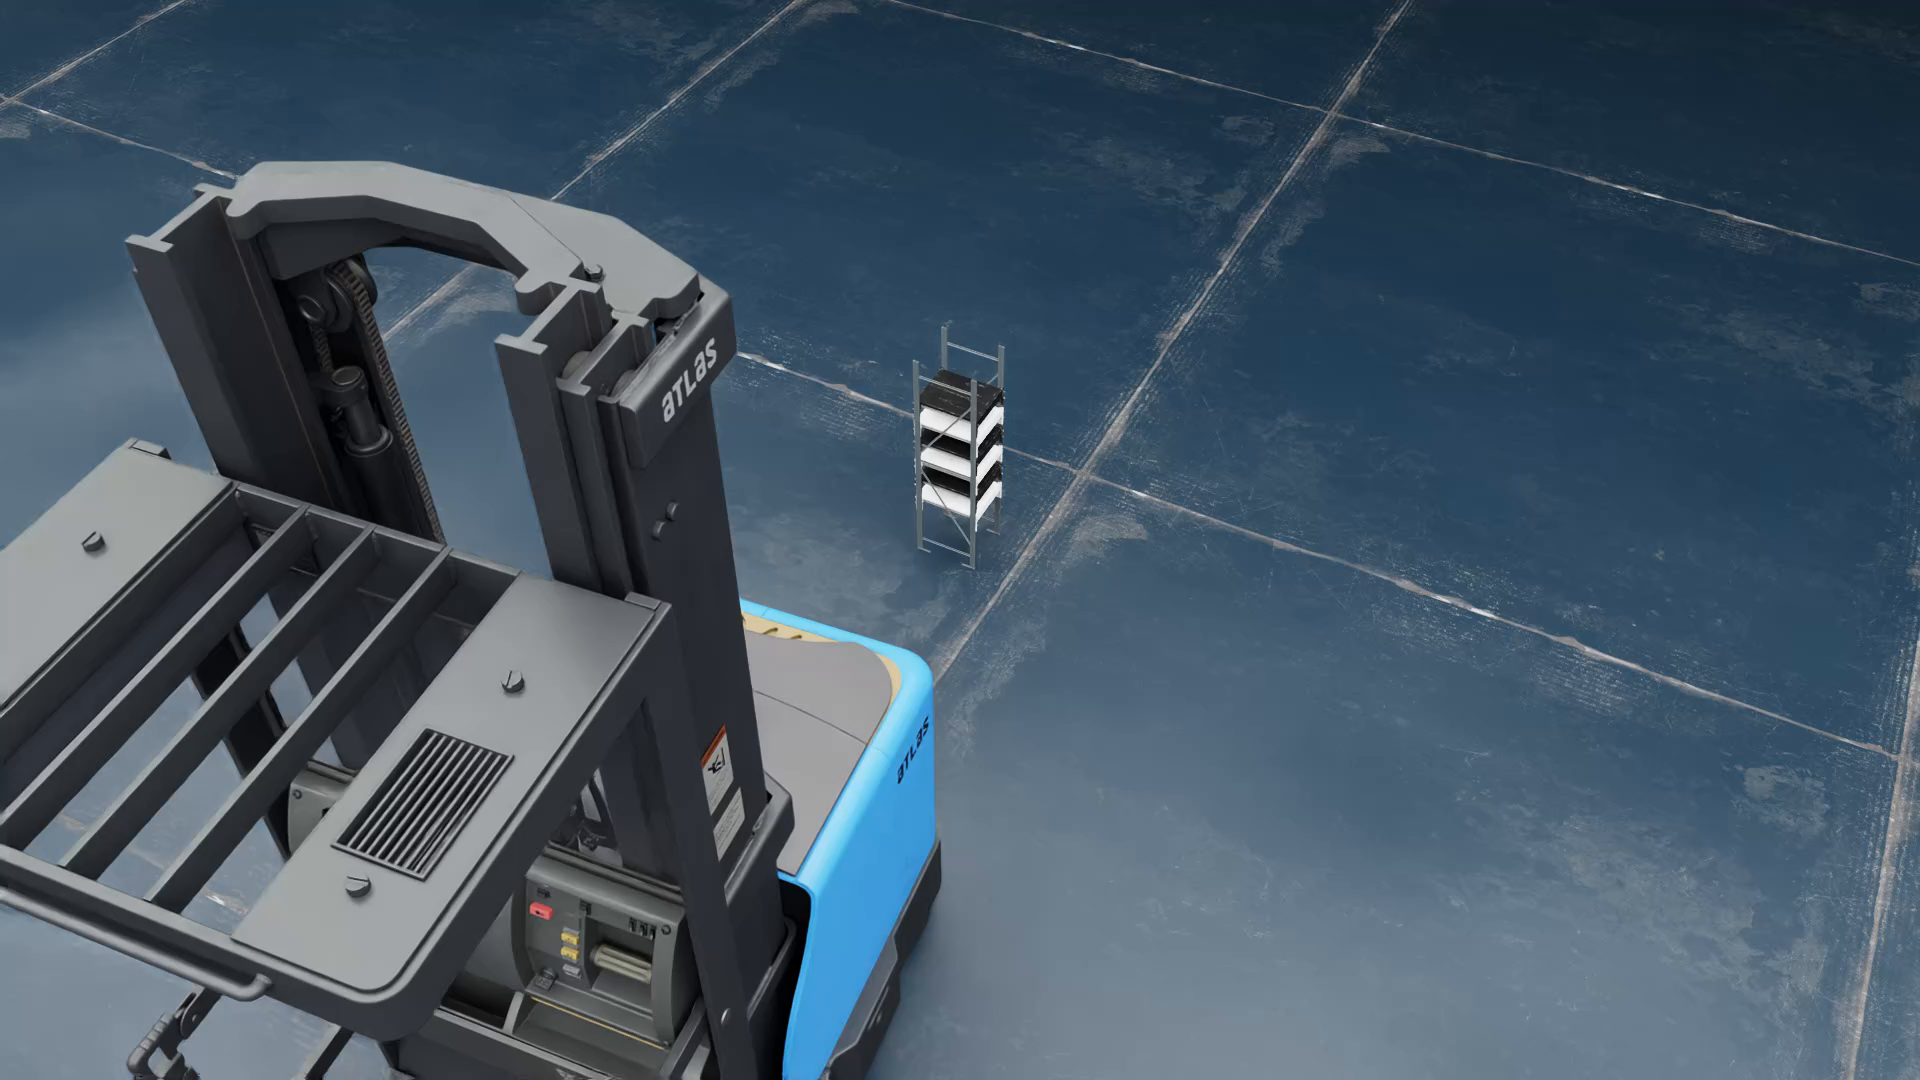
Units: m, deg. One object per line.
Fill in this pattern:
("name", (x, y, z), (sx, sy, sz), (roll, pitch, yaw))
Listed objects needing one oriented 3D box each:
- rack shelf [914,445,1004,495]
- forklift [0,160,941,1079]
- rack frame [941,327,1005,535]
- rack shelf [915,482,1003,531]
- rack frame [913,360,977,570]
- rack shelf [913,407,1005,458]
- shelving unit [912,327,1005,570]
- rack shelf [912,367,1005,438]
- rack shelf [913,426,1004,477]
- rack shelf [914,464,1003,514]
("rack shelf", (-0.004, -0.288, 5.949), (0.258, 0.077, 0.200), (20, 49, 19))
("forklift", (-1.075, 0.883, 3.316), (1.130, 2.935, 3.031), (16, 47, 15))
("rack frame", (0.043, -0.375, 5.988), (0.240, 0.900, 0.006), (20, 49, 19))
("rack shelf", (-0.004, -0.161, 6.077), (0.258, 0.077, 0.200), (20, 49, 19))
("rack frame", (-0.051, -0.247, 5.862), (0.240, 0.900, 0.006), (20, 49, 19))
("rack shelf", (-0.004, -0.414, 5.821), (0.258, 0.077, 0.200), (20, 49, 19))
("shelving unit", (-0.004, -0.311, 5.925), (0.258, 0.900, 0.210), (20, 49, 19))
("rack shelf", (-0.004, -0.478, 5.757), (0.258, 0.077, 0.200), (20, 49, 19))
("rack shelf", (-0.004, -0.351, 5.885), (0.258, 0.077, 0.200), (20, 49, 19))
("rack shelf", (-0.004, -0.225, 6.013), (0.258, 0.077, 0.200), (20, 49, 19))
